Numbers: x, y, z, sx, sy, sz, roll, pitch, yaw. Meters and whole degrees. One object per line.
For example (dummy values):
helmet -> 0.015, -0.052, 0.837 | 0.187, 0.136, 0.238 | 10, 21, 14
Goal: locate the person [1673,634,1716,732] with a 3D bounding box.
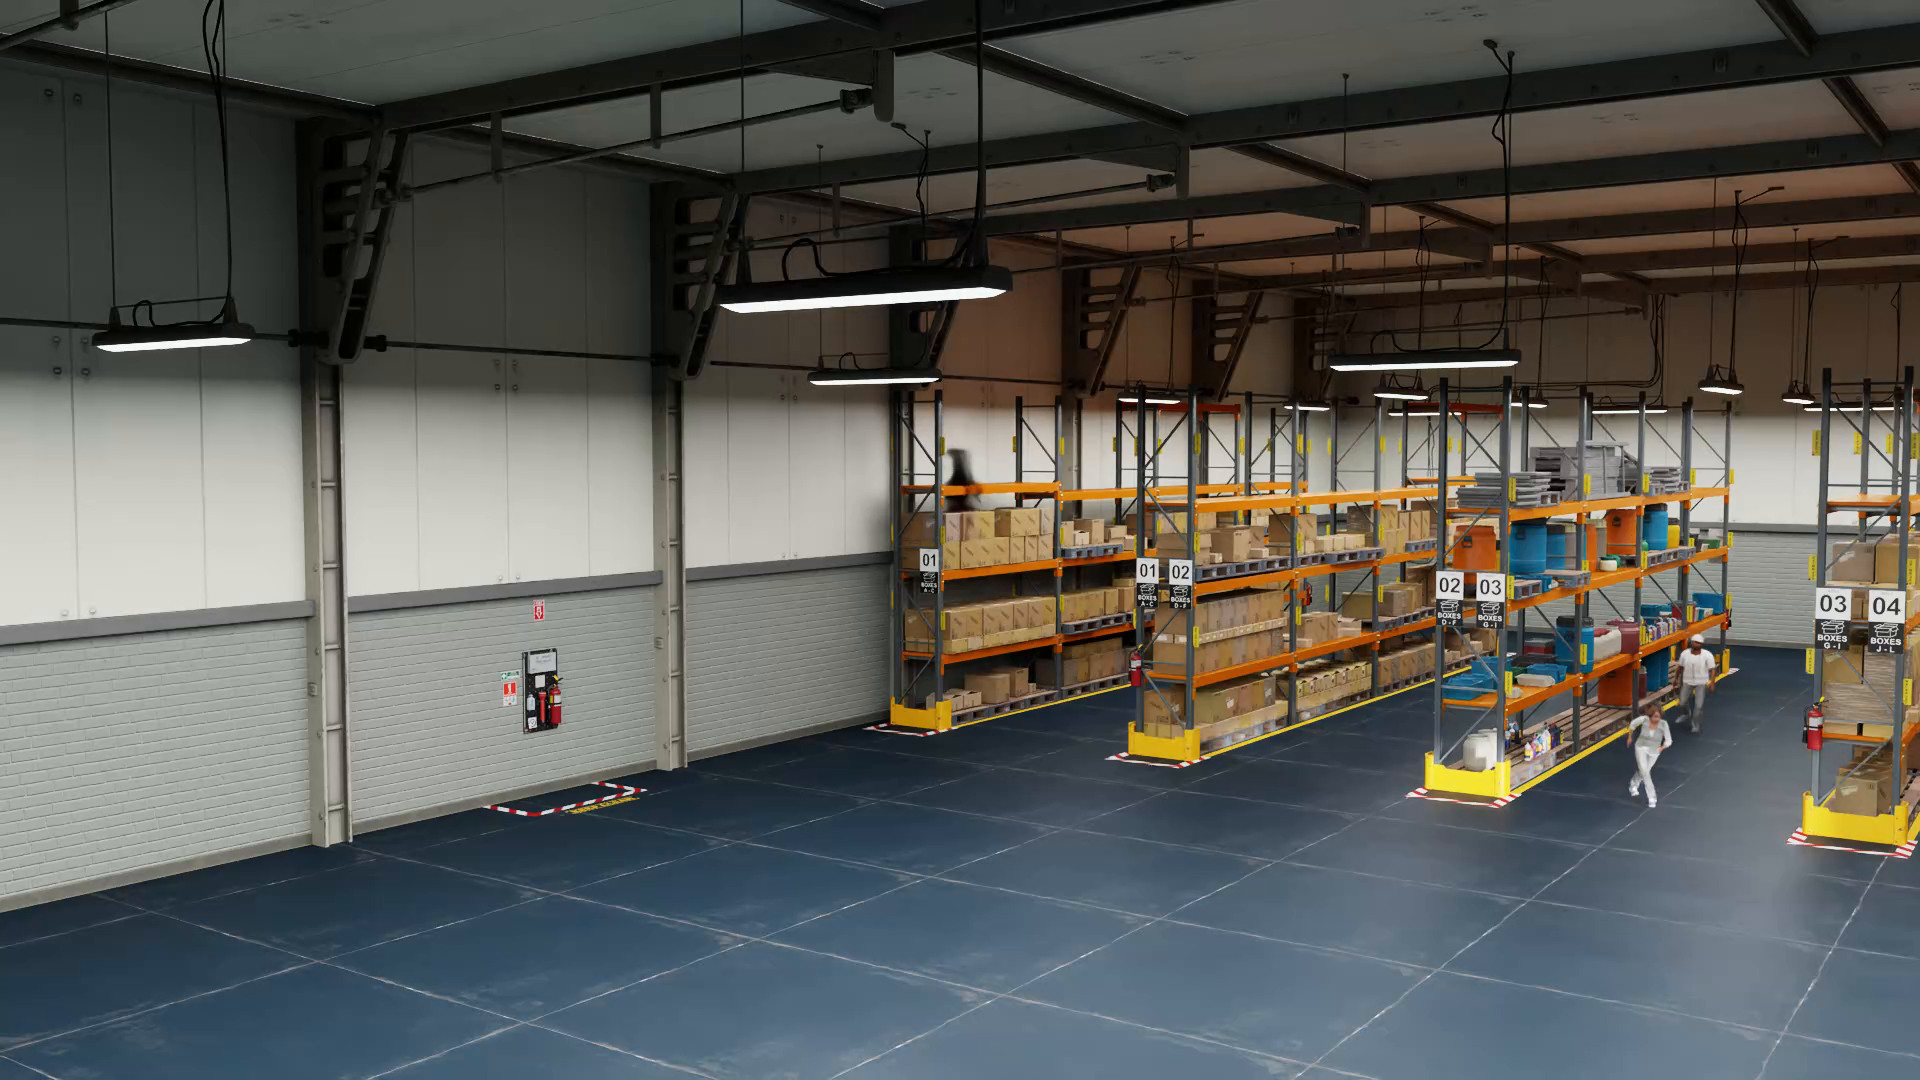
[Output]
person -> 12.870, 2.495, 29.121 | 0.750, 1.726, 0.673 | 2, 4, 36

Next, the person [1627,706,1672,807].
person -> 9.597, 2.958, 23.198 | 0.524, 1.406, 1.017 | 1, 3, 10
